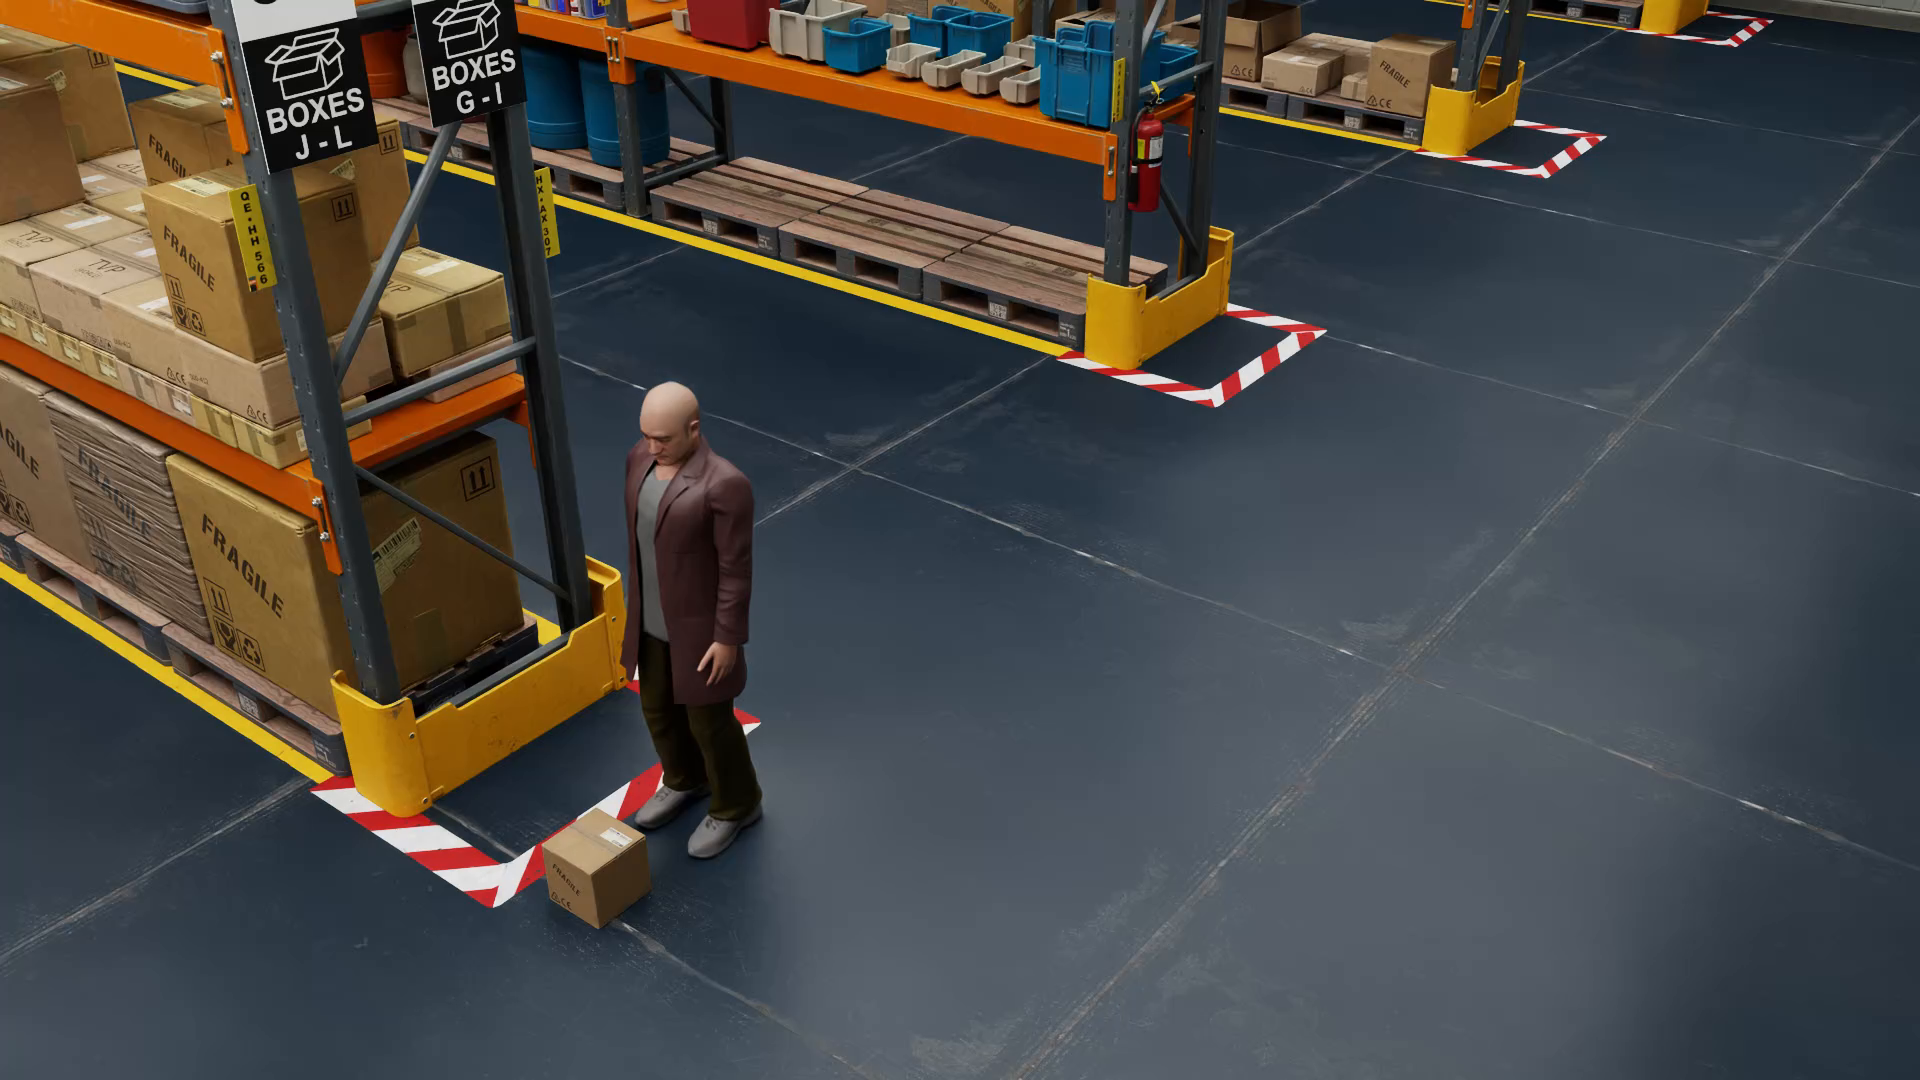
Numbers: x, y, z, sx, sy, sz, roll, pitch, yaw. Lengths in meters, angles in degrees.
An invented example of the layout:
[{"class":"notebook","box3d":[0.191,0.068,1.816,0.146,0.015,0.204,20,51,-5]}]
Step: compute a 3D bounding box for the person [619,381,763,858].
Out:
[{"class":"person","box3d":[-0.935,0.280,5.680,0.562,1.773,0.379,22,37,32]}]
